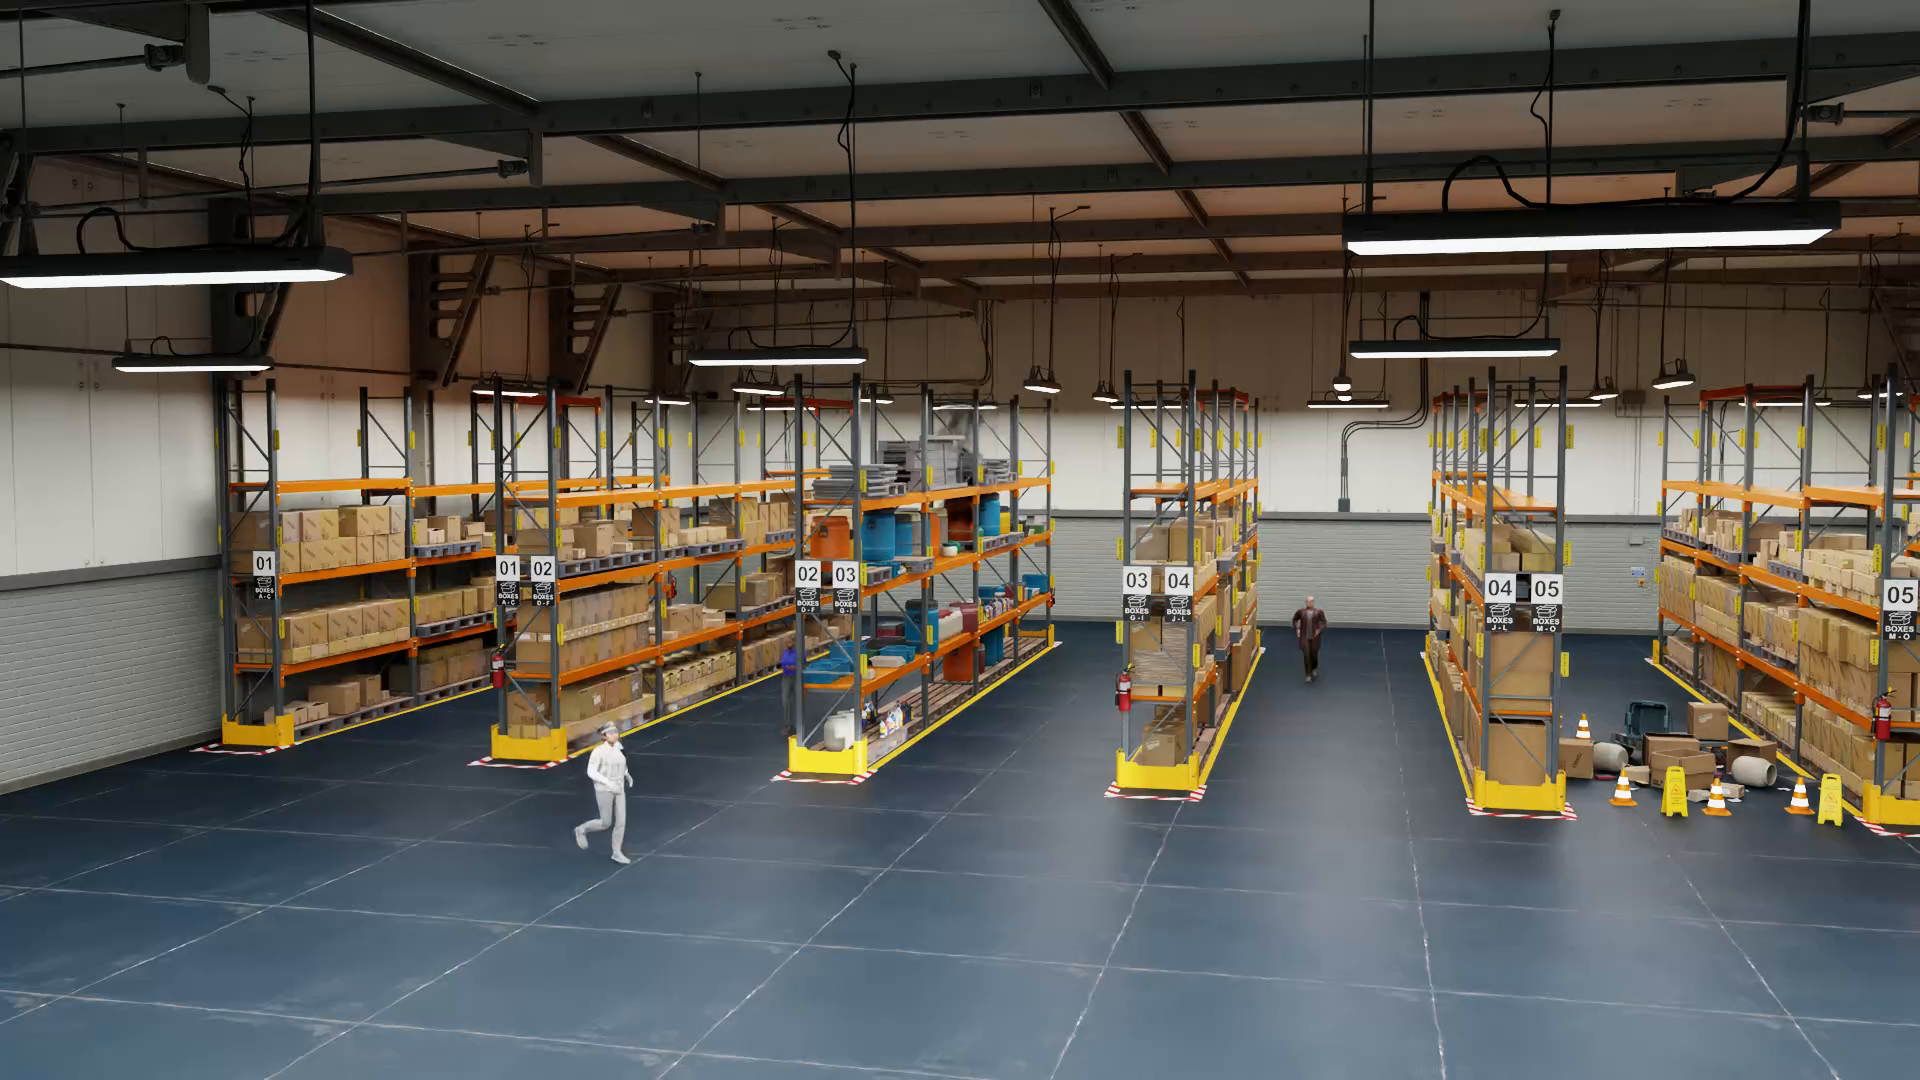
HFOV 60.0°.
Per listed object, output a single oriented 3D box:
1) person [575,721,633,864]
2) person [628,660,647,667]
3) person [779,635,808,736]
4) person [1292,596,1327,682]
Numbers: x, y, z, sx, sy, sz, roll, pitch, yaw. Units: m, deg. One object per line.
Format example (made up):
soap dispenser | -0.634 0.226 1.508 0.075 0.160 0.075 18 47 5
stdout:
person | -4.215 2.986 19.867 0.769 1.694 0.624 2 4 36
person | -6.694 2.071 34.354 0.659 1.732 0.622 1 3 11
person | -2.837 2.517 28.473 0.553 1.632 0.771 1 4 17
person | 7.273 2.048 34.648 0.720 1.762 0.795 1 4 13
